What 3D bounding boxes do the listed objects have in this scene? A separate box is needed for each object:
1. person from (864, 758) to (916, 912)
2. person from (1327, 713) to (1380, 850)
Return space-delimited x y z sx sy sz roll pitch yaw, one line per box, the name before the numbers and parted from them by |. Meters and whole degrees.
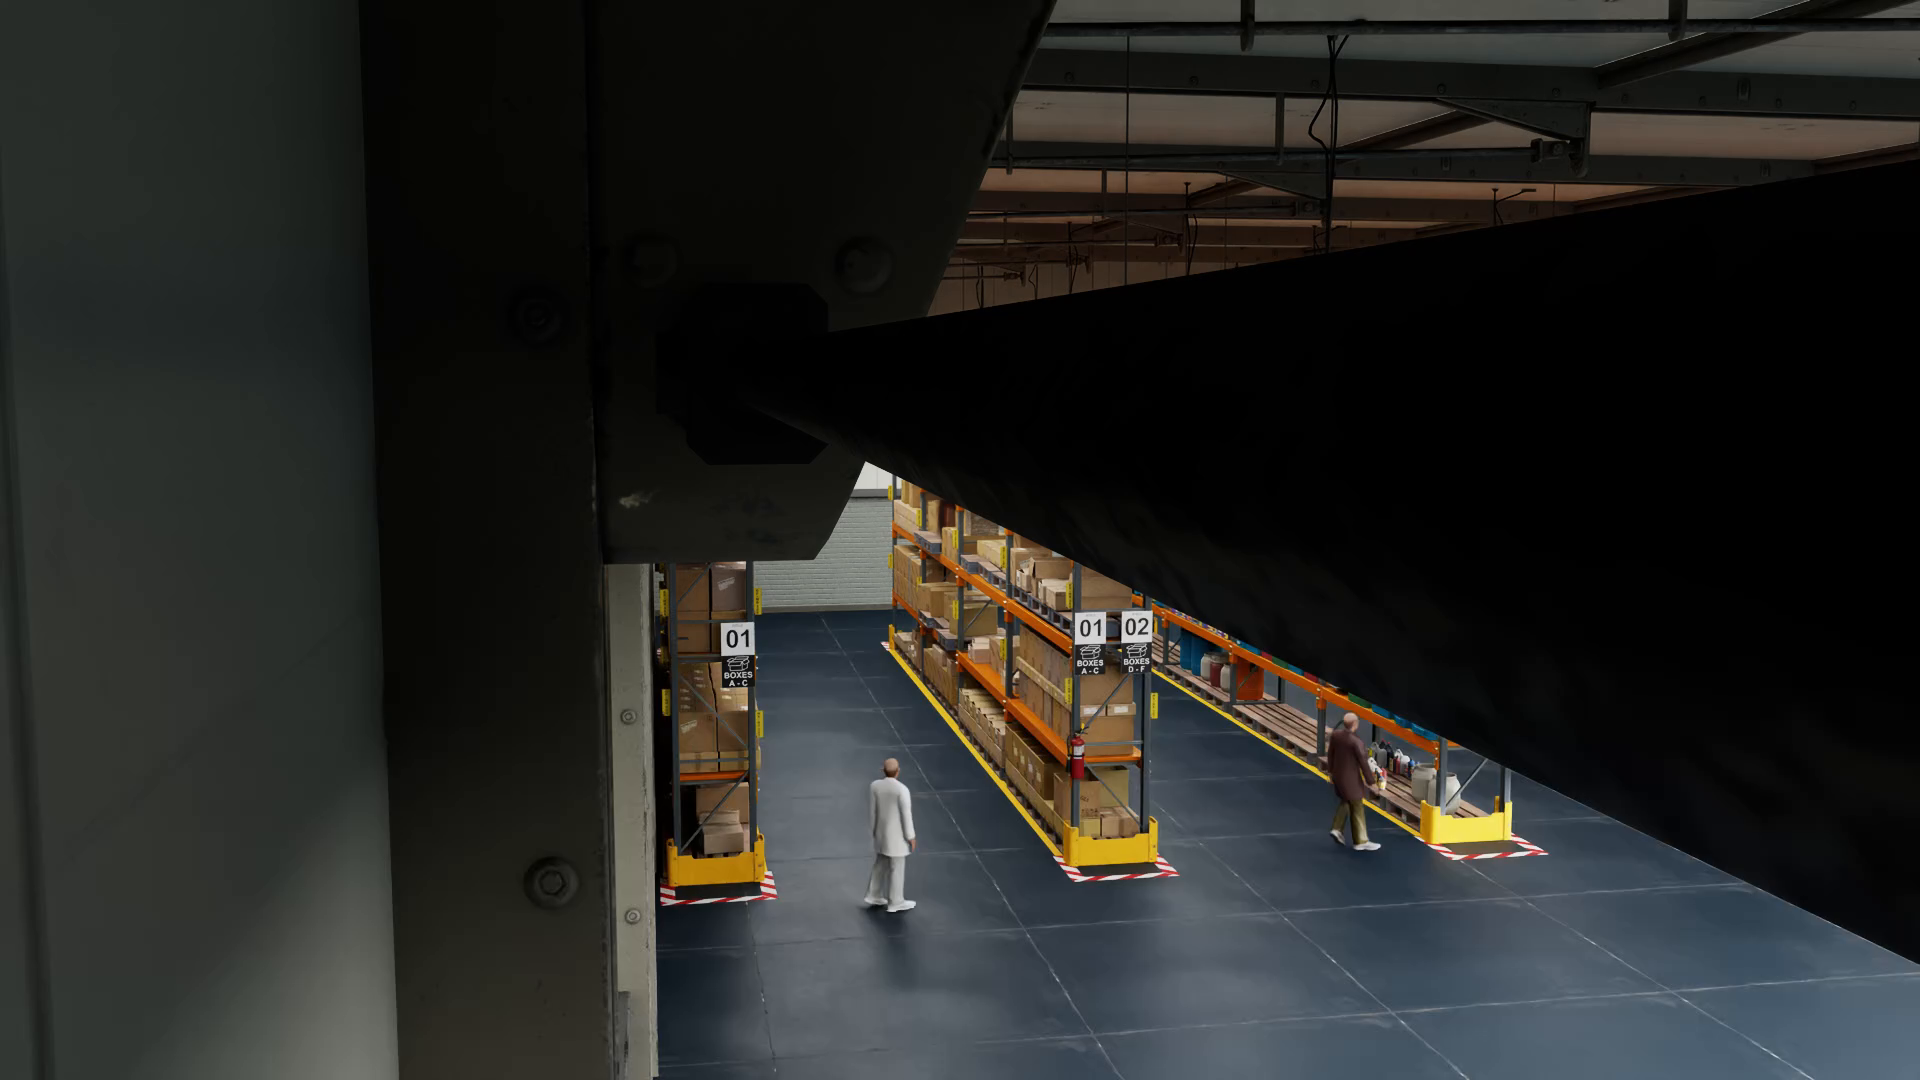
person | -0.761 3.401 19.159 0.465 1.823 0.648 -5 8 -41
person | 5.082 3.115 21.572 0.590 1.787 0.735 -3 7 -27
